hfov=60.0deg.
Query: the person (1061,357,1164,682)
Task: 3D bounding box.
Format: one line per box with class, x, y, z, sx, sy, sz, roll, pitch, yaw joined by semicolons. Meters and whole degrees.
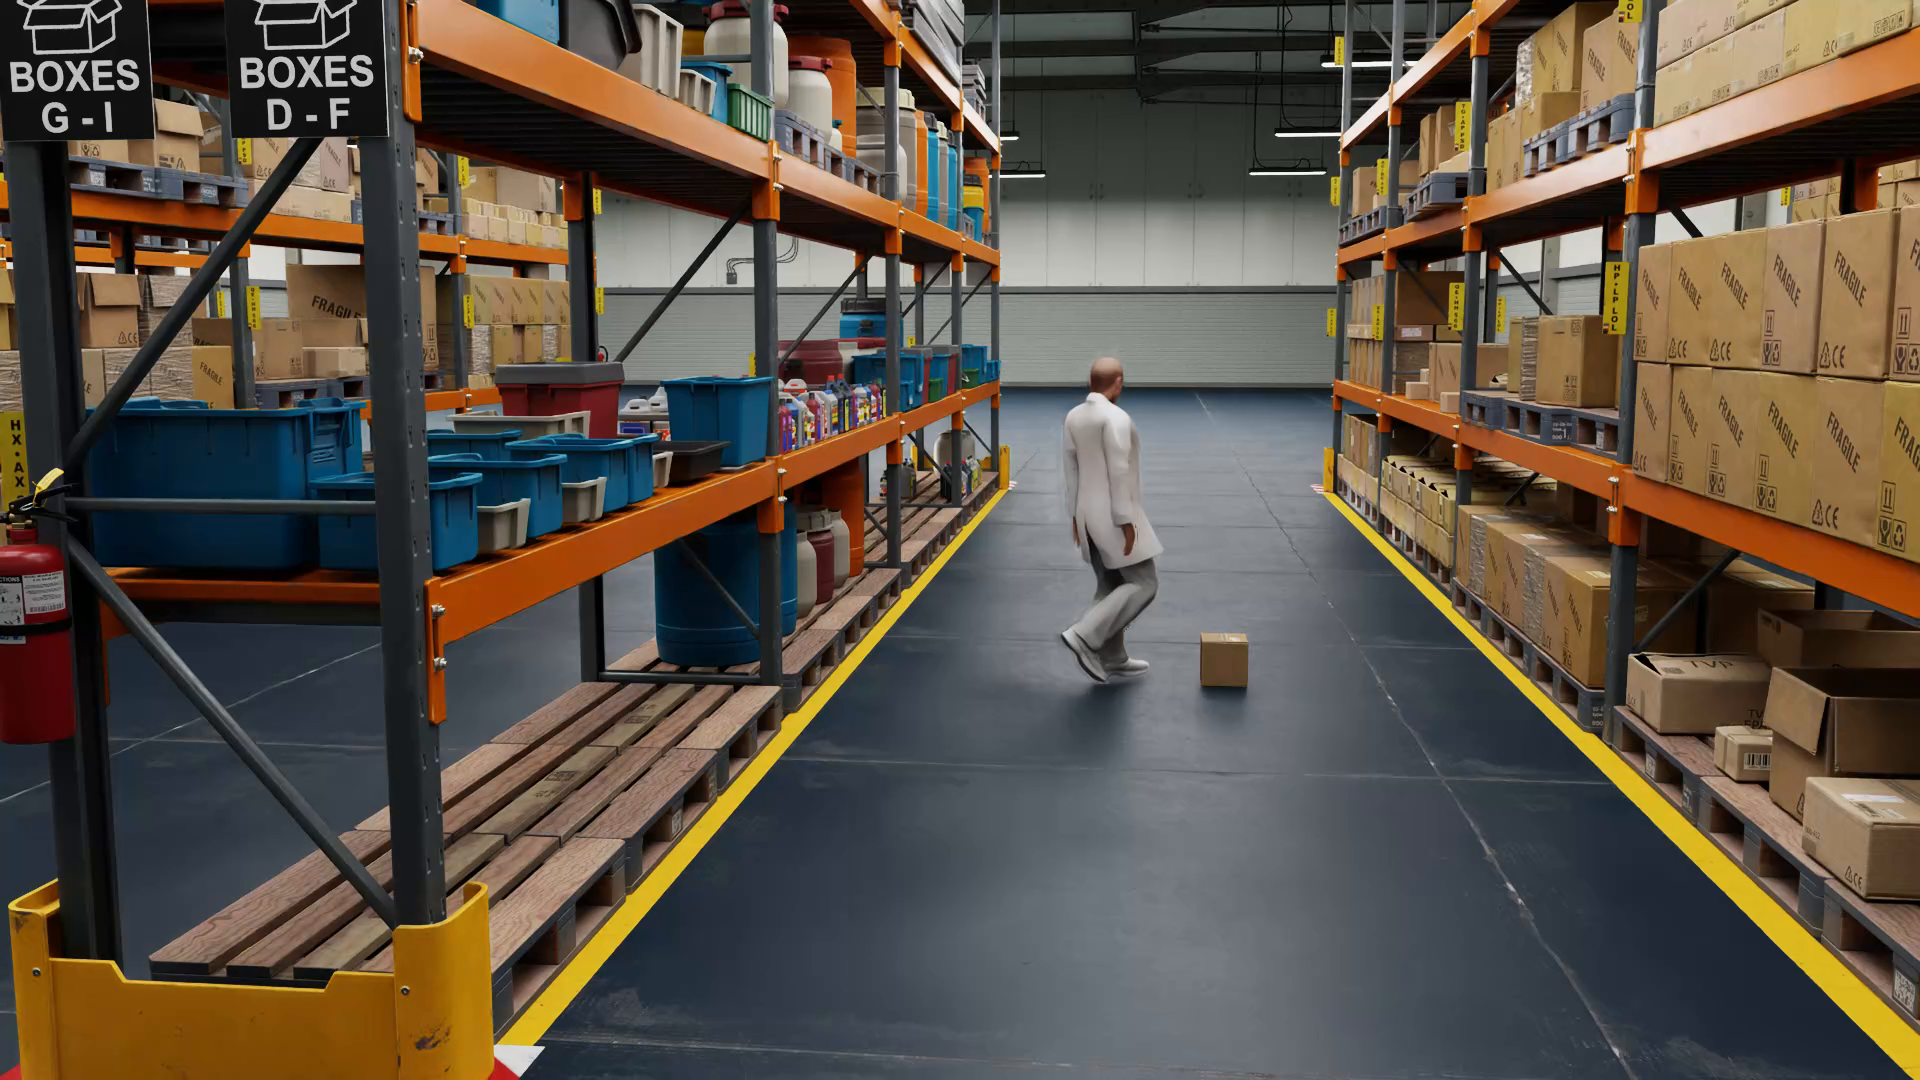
person;0.802;-0.106;9.023;0.604;1.763;0.618;-3;8;-22
